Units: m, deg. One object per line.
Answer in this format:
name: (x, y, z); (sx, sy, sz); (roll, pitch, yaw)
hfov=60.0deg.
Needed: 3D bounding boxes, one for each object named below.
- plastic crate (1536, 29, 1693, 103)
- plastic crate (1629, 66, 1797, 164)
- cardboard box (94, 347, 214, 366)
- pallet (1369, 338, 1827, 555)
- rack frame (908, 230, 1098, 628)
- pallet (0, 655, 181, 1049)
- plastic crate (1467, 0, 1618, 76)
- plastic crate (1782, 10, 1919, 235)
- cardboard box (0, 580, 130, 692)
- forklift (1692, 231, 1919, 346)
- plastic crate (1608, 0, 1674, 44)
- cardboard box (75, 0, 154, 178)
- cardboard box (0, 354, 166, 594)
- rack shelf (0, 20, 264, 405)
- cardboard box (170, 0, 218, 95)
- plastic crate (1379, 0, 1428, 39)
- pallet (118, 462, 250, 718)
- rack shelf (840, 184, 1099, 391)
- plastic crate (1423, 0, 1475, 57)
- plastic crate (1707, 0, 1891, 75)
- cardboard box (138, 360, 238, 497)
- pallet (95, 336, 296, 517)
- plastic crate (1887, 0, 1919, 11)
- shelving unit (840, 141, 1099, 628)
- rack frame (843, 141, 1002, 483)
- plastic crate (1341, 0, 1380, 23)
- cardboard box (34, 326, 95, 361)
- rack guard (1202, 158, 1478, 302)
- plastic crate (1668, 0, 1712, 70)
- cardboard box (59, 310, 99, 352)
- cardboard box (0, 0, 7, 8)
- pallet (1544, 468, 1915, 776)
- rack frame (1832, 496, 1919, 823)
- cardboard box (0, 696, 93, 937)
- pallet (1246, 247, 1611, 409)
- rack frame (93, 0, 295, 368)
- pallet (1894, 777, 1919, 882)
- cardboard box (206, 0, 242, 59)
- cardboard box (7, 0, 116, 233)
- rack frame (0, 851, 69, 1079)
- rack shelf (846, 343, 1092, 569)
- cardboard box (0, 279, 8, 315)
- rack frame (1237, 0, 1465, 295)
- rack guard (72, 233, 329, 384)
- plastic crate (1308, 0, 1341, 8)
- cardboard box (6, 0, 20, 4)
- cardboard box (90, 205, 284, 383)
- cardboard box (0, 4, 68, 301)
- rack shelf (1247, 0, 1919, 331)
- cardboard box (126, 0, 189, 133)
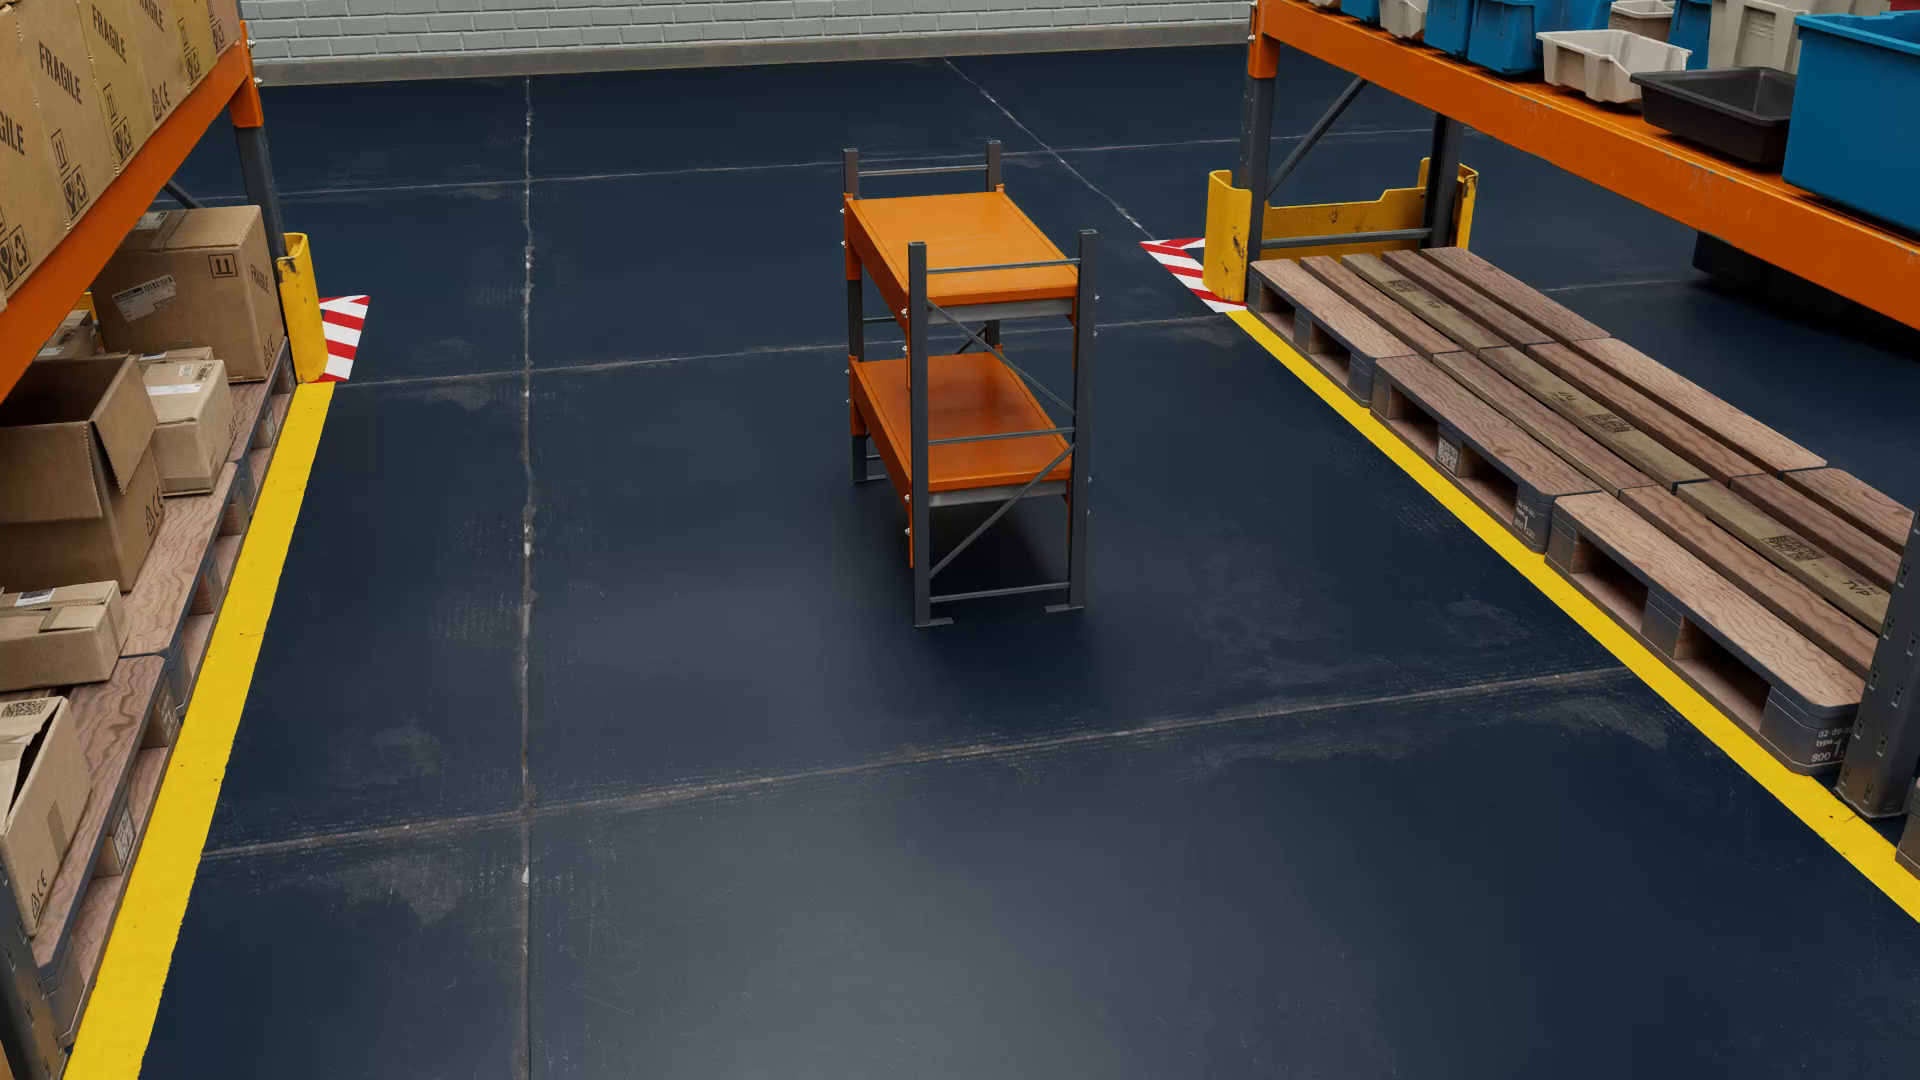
plastic crate: (1.932, -1.392, 4.904); (0.293, 0.136, 0.466); (-6, 27, -12)
plastic crate: (2.103, -1.117, 4.372); (0.437, 0.125, 0.590); (-6, 27, -12)
cardboard box: (-2.745, -0.534, 5.636); (0.380, 0.166, 0.250); (-6, 27, -12)
pallet: (2.135, -0.359, 5.728); (1.003, 0.211, 1.213); (-6, 27, -12)
rack frame: (0.113, -0.282, 4.560); (0.500, 1.125, 0.032); (-6, 27, -12)
pallet: (-2.364, 0.696, 3.637); (1.003, 0.211, 1.213); (-6, 27, -12)
plastic crate: (1.815, -1.605, 5.220); (0.416, 0.233, 0.300); (-6, 27, -12)
plastic crate: (2.179, -0.939, 3.732); (0.392, 0.384, 0.575); (-6, 27, -12)
cardboard box: (-2.298, 0.236, 4.109); (0.380, 0.166, 0.250); (-6, 27, -12)
forklift: (4.454, -2.006, 5.971); (1.130, 2.935, 3.031); (-13, 30, -24)
plastic crate: (2.298, -1.698, 5.510); (0.298, 0.136, 0.250); (-6, 27, -12)
cardboard box: (-2.404, -1.211, 4.209); (0.500, 0.500, 0.500); (-6, 27, -12)
cardboard box: (-2.638, -0.154, 4.508); (0.797, 0.503, 0.637); (-6, 27, -12)
rack shelf: (-2.661, -0.804, 4.313); (1.077, 0.370, 4.000); (-6, 27, -12)
cardboard box: (-2.625, -1.652, 5.082); (0.500, 0.500, 0.500); (-6, 27, -11)
plastic crate: (1.595, -1.825, 5.763); (0.250, 0.136, 0.298); (-6, 27, -12)
pallet: (-2.642, 0.159, 4.700); (1.003, 0.211, 1.213); (-6, 27, -12)
rack shelf: (-0.002, -0.766, 4.871); (0.538, 0.278, 1.000); (-6, 27, -12)
plastic crate: (1.747, -1.737, 5.482); (0.416, 0.233, 0.300); (-6, 27, -12)
plastic crate: (2.452, -1.412, 4.783); (0.437, 0.282, 0.530); (-6, 27, -12)
cardboard box: (-2.564, -0.338, 5.155); (0.500, 0.250, 0.500); (-6, 27, -12)
pallet: (-2.914, -0.375, 5.759); (1.003, 0.211, 1.213); (-6, 27, -12)
plastic crate: (2.660, -1.221, 4.204); (0.402, 0.464, 0.583); (-6, 27, -12)
shelving unit: (-0.002, -0.505, 5.002); (0.538, 1.125, 1.048); (-6, 27, -12)
rack frame: (-0.116, -0.728, 5.445); (0.500, 1.125, 0.032); (-6, 27, -12)
plastic crate: (1.599, -2.026, 6.054); (0.416, 0.233, 0.300); (-6, 27, -12)
cardboard box: (-3.153, -0.485, 5.446); (0.500, 0.250, 0.500); (-6, 27, -12)
rack guard: (1.697, -1.398, 7.465); (1.175, 0.500, 0.348); (-6, 27, -12)
plastic crate: (2.428, -1.581, 5.173); (0.416, 0.233, 0.300); (-6, 27, -12)
cardboard box: (-3.352, -0.708, 6.000); (0.380, 0.149, 0.250); (-6, 27, -12)
cardboard box: (-2.159, -1.200, 3.078); (0.500, 0.500, 0.500); (-7, 28, -13)
pallet: (2.413, 0.177, 4.665); (1.003, 0.211, 1.213); (-6, 27, -12)
rack frame: (2.617, -0.749, 3.404); (1.000, 3.000, 0.127); (-6, 27, -12)
cardboard box: (-2.094, 0.550, 3.326); (0.500, 0.311, 0.500); (-6, 27, -12)
pallet: (1.863, -0.894, 6.787); (1.003, 0.211, 1.213); (-6, 27, -12)
rack frame: (-3.111, -2.003, 5.890); (1.000, 3.000, 0.127); (-6, 27, -12)
pallet: (2.750, 0.839, 3.353); (1.003, 0.211, 1.213); (-6, 27, -12)
cardboard box: (-2.745, -1.879, 5.533); (0.500, 0.500, 0.500); (-5, 27, -10)
cardboard box: (-2.288, -0.988, 3.767); (0.500, 0.500, 0.500); (-6, 27, -12)
rack frame: (-2.210, -0.247, 2.411); (1.000, 3.000, 0.127); (-6, 27, -12)
rack shelf: (-0.002, -0.287, 5.113); (0.538, 0.278, 1.000); (-6, 27, -12)
cardboard box: (-2.059, -0.543, 2.887); (0.500, 0.500, 0.500); (-5, 27, -10)
rack frame: (1.715, -2.505, 6.883); (1.000, 3.000, 0.127); (-6, 27, -12)
rack guard: (-3.094, -0.854, 6.387); (1.175, 0.500, 0.348); (-6, 27, -12)
plastic crate: (1.442, -2.123, 6.353); (0.250, 0.136, 0.298); (-6, 27, -12)
cardboard box: (-2.274, -1.426, 3.526); (0.500, 0.500, 0.500); (-7, 28, -13)
cardboard box: (-2.749, -0.870, 5.931); (0.500, 0.500, 0.500); (-6, 27, -12)
cardboard box: (-2.178, -0.768, 3.331); (0.500, 0.500, 0.500); (-5, 27, -11)
rack shelf: (2.166, -1.306, 5.306); (1.077, 0.370, 4.000); (-6, 27, -12)
cardboard box: (-2.518, -1.432, 4.647); (0.500, 0.500, 0.500); (-6, 27, -11)
